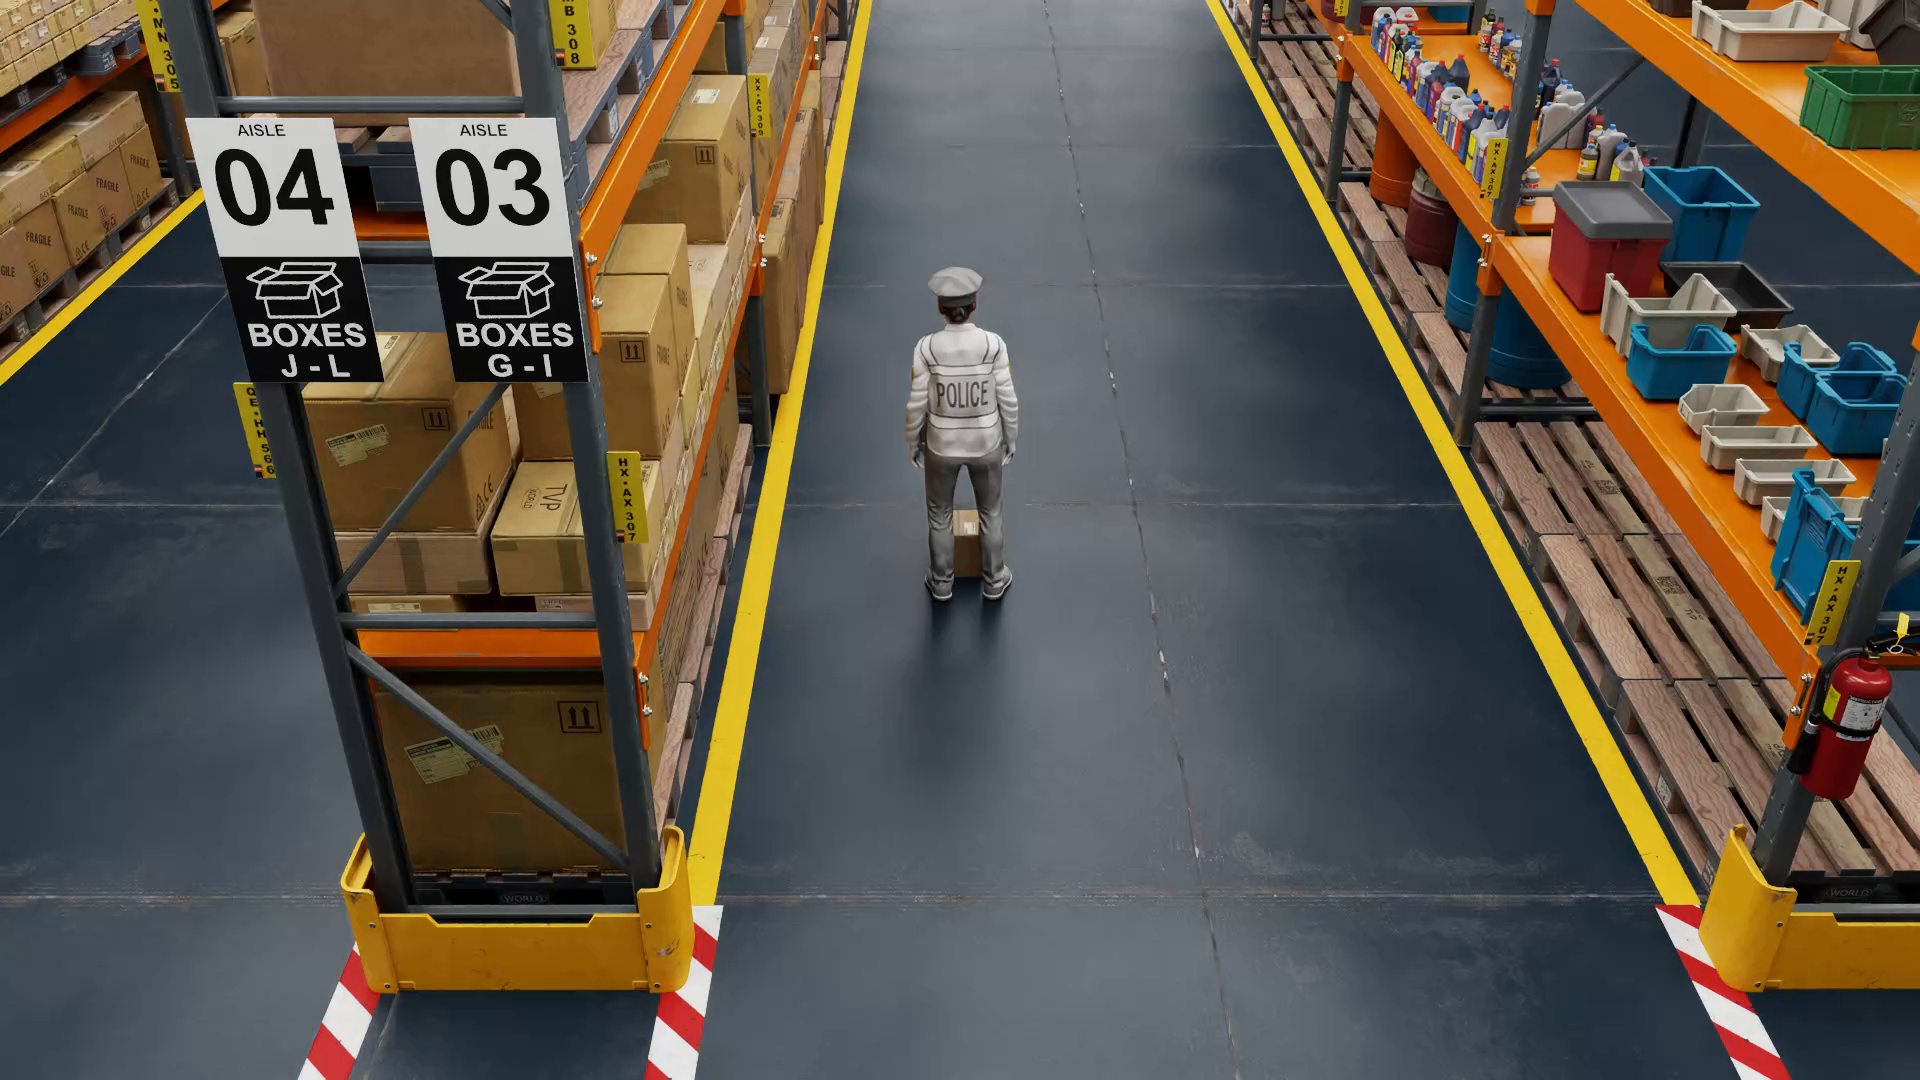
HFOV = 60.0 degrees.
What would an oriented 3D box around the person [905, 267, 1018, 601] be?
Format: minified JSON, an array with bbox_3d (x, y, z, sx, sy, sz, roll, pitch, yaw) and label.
[{"bbox_3d":[0.008,-0.454,7.867,0.532,1.663,0.372,-2,32,-3],"label":"person"}]
